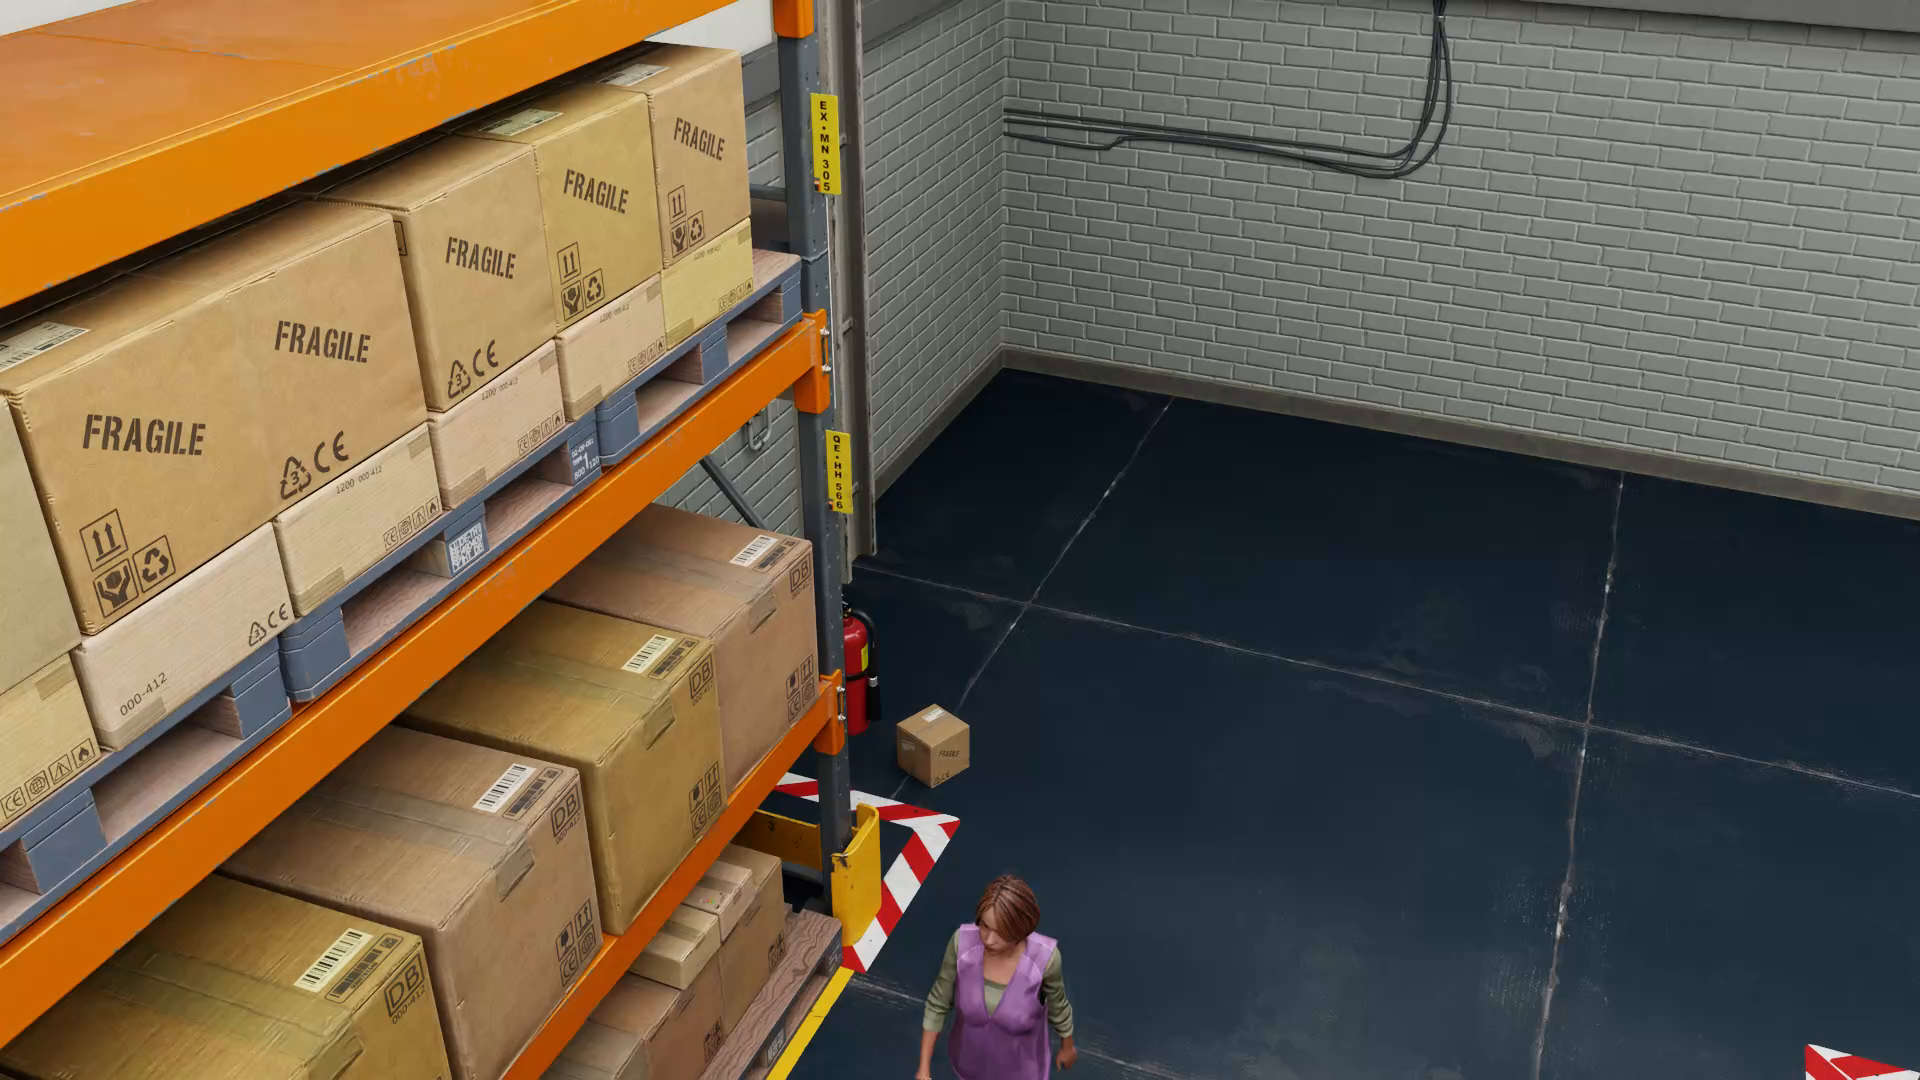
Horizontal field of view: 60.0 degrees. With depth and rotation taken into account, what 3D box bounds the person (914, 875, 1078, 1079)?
[{"bbox_3d":[0.100,1.713,5.423,0.446,1.530,0.989,12,32,20],"label":"person"}]
